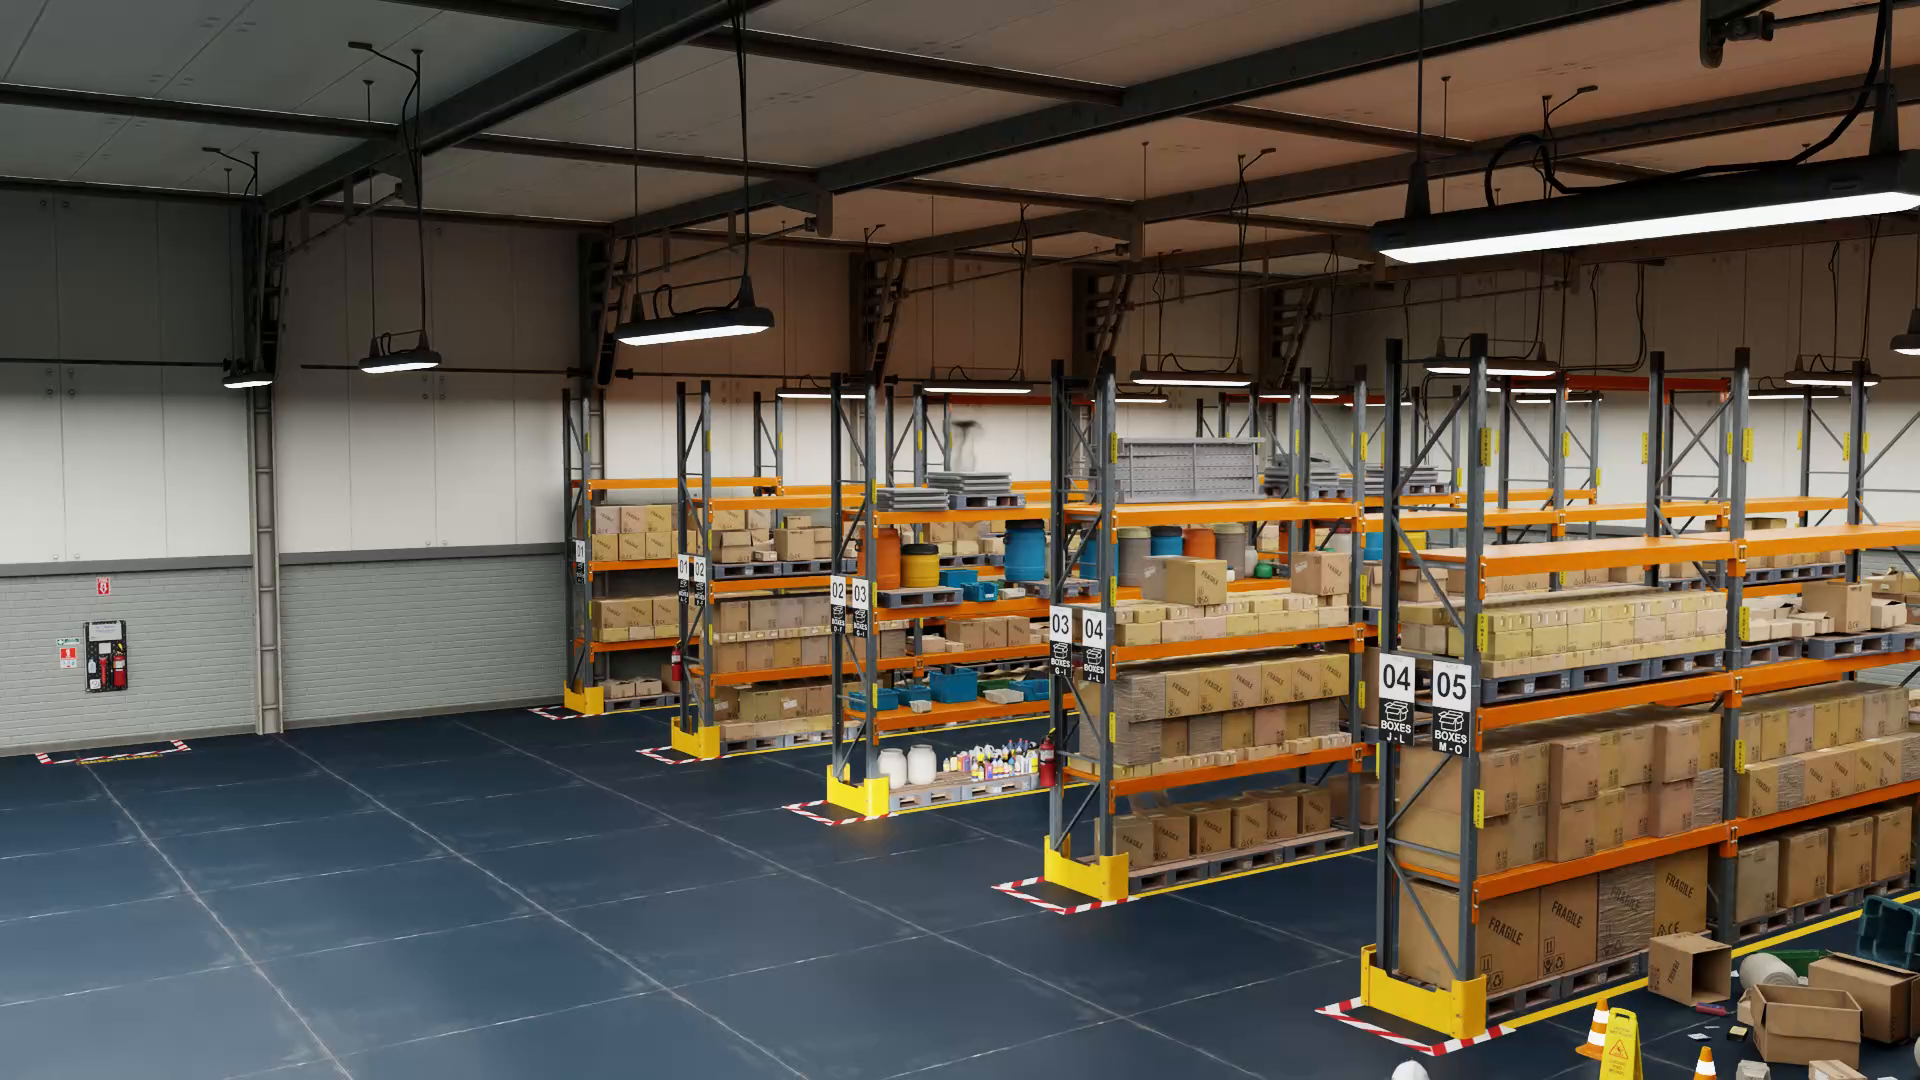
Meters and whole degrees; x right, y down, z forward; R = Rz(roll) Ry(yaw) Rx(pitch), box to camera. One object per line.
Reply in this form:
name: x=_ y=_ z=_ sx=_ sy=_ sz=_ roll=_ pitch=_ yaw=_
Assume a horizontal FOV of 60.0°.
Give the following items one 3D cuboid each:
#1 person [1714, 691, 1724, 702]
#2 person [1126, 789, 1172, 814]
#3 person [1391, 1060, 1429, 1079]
person: x=10.664 y=2.867 z=23.317 sx=0.667 sy=1.604 sz=0.509 roll=-2 pitch=4 yaw=-31
person: x=2.452 y=2.928 z=21.678 sx=0.752 sy=1.791 sz=0.640 roll=-2 pitch=4 yaw=-24
person: x=2.685 y=3.736 z=9.573 sx=0.729 sy=1.727 sz=1.035 roll=2 pitch=4 yaw=28
